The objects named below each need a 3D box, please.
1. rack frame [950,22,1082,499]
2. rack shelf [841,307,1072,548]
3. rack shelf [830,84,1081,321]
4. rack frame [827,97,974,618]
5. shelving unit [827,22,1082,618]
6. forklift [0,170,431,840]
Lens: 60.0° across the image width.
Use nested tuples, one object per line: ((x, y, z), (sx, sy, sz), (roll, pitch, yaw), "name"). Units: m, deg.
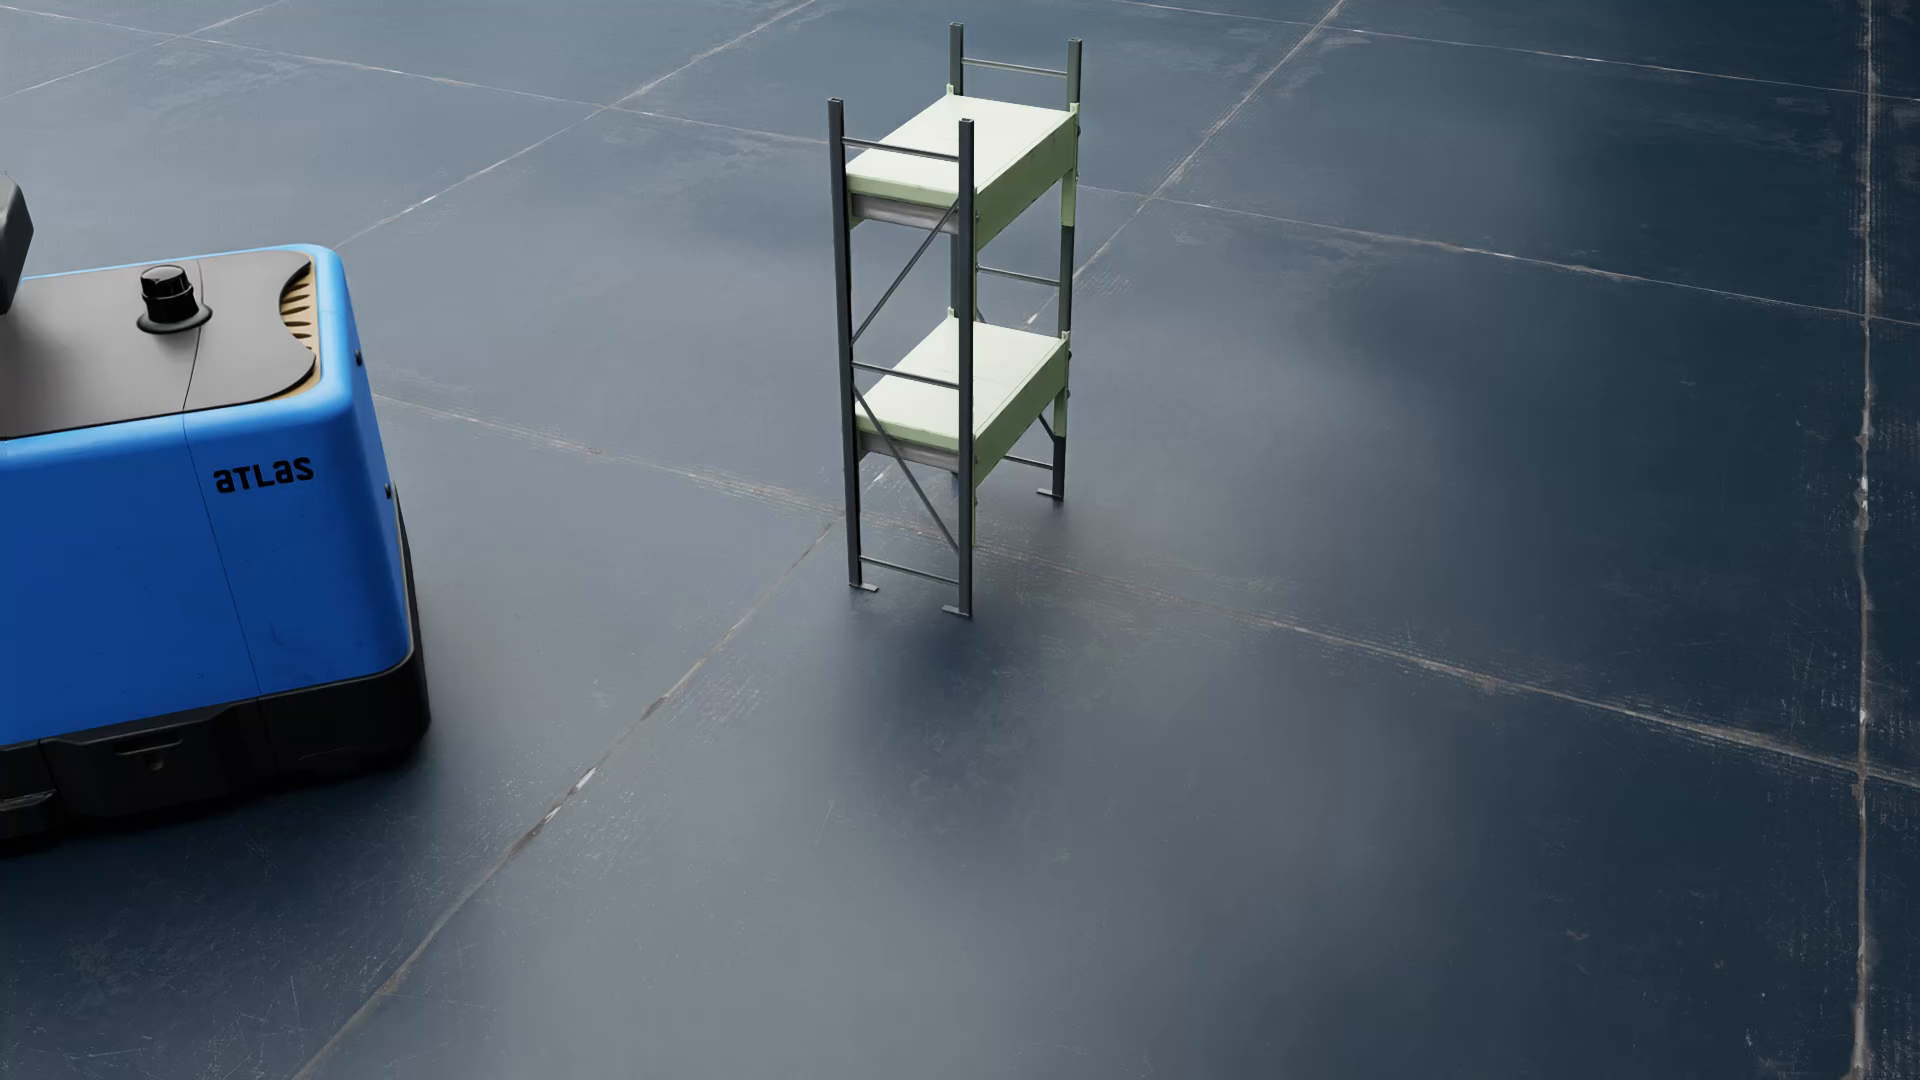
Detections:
((0.156, -0.813, 5.122), (0.400, 1.500, 0.023), (14, 36, 20), "rack frame")
((0.003, -0.358, 5.023), (0.431, 0.370, 0.720), (14, 36, 20), "rack shelf")
((0.003, -0.957, 4.630), (0.431, 0.370, 0.720), (14, 36, 20), "rack shelf")
((-0.150, -0.448, 4.566), (0.400, 1.500, 0.023), (14, 36, 20), "rack frame")
((0.003, -0.631, 4.844), (0.431, 1.500, 0.755), (14, 36, 20), "shelving unit")
((-2.970, -0.641, 3.554), (3.031, 2.935, 1.130), (-11, 35, -16), "forklift")
